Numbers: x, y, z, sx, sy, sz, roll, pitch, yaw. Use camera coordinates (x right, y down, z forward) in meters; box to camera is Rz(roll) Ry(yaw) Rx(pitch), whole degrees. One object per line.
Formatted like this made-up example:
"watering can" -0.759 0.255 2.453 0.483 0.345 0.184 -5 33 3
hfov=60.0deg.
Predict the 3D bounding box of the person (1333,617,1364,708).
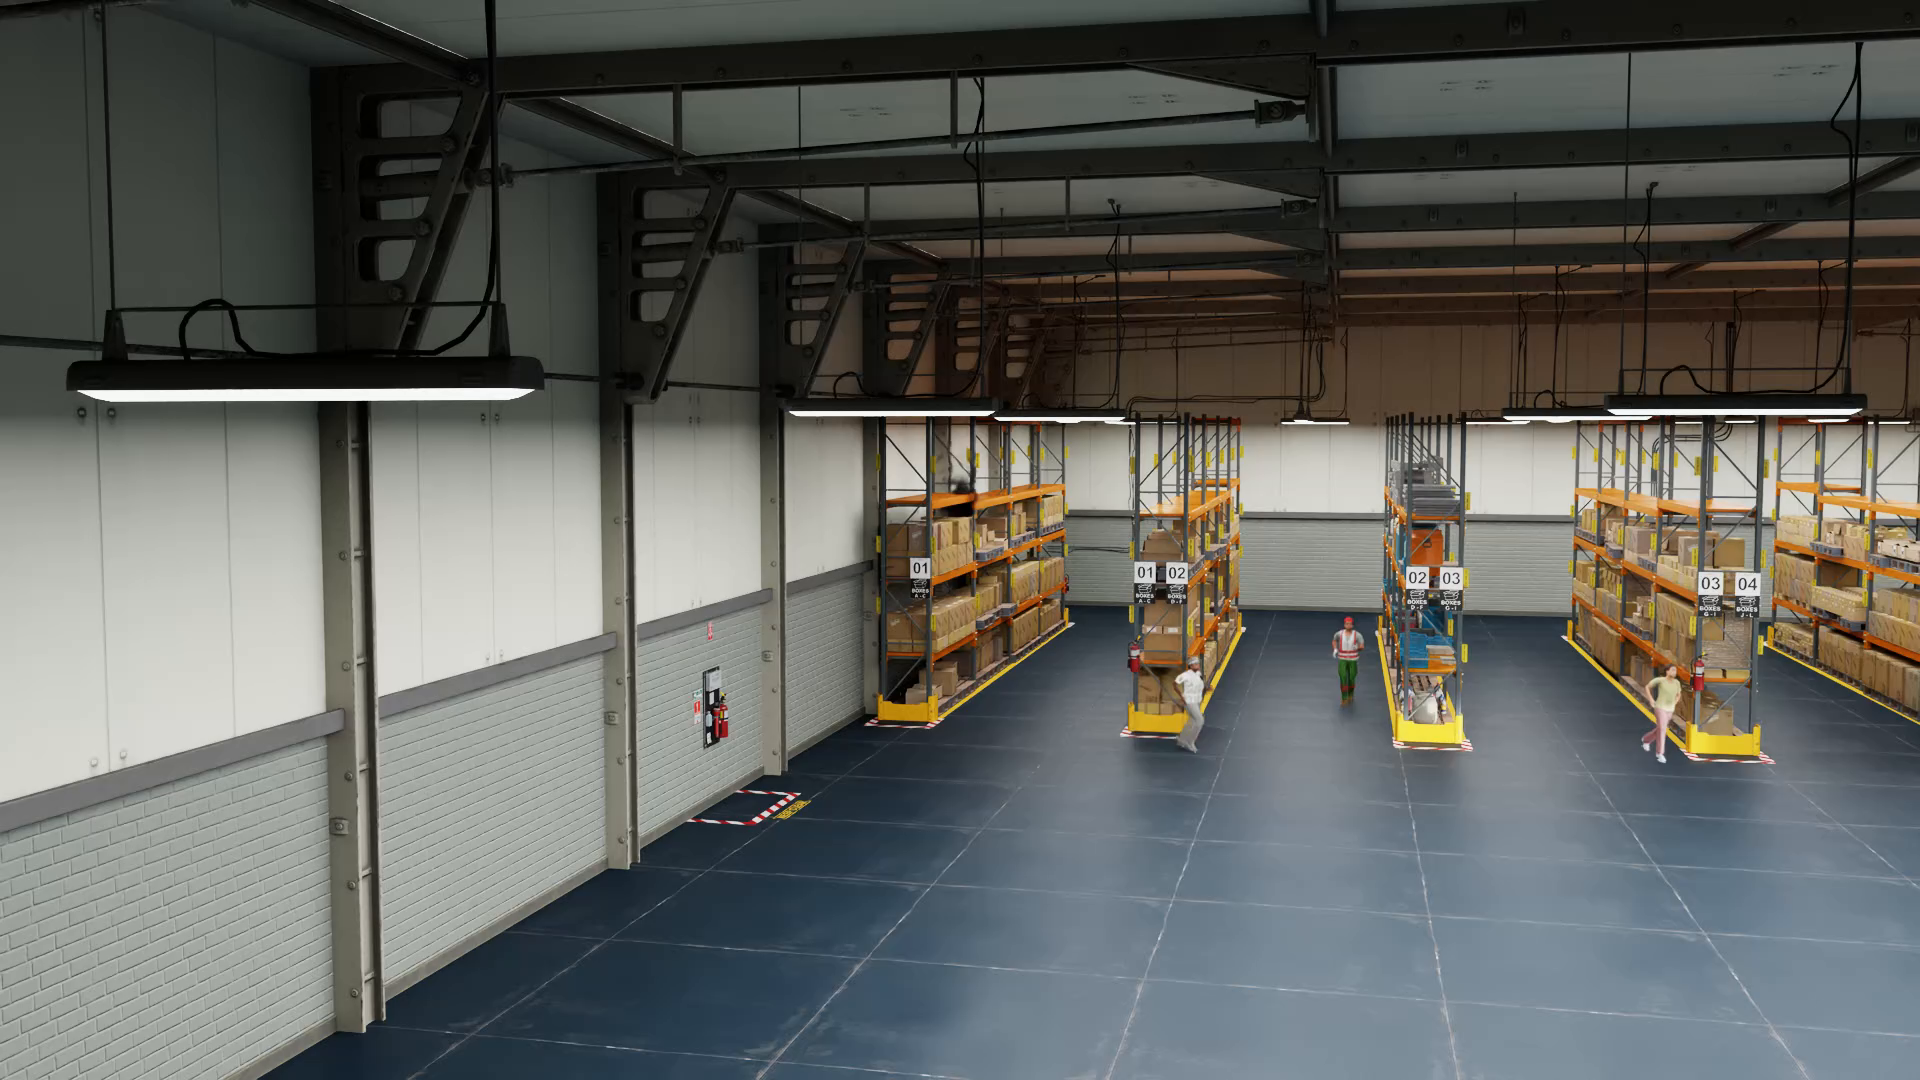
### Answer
"person" 8.009 2.498 34.319 0.635 1.824 0.814 1 4 14

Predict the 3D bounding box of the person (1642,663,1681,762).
"person" 12.236 2.959 28.856 0.608 1.662 0.841 -1 4 -10

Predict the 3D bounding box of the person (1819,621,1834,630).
"person" 23.231 1.833 44.632 0.605 1.722 0.692 1 4 9

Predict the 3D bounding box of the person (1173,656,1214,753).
"person" 4.137 2.895 29.420 0.704 1.709 0.579 3 5 41
